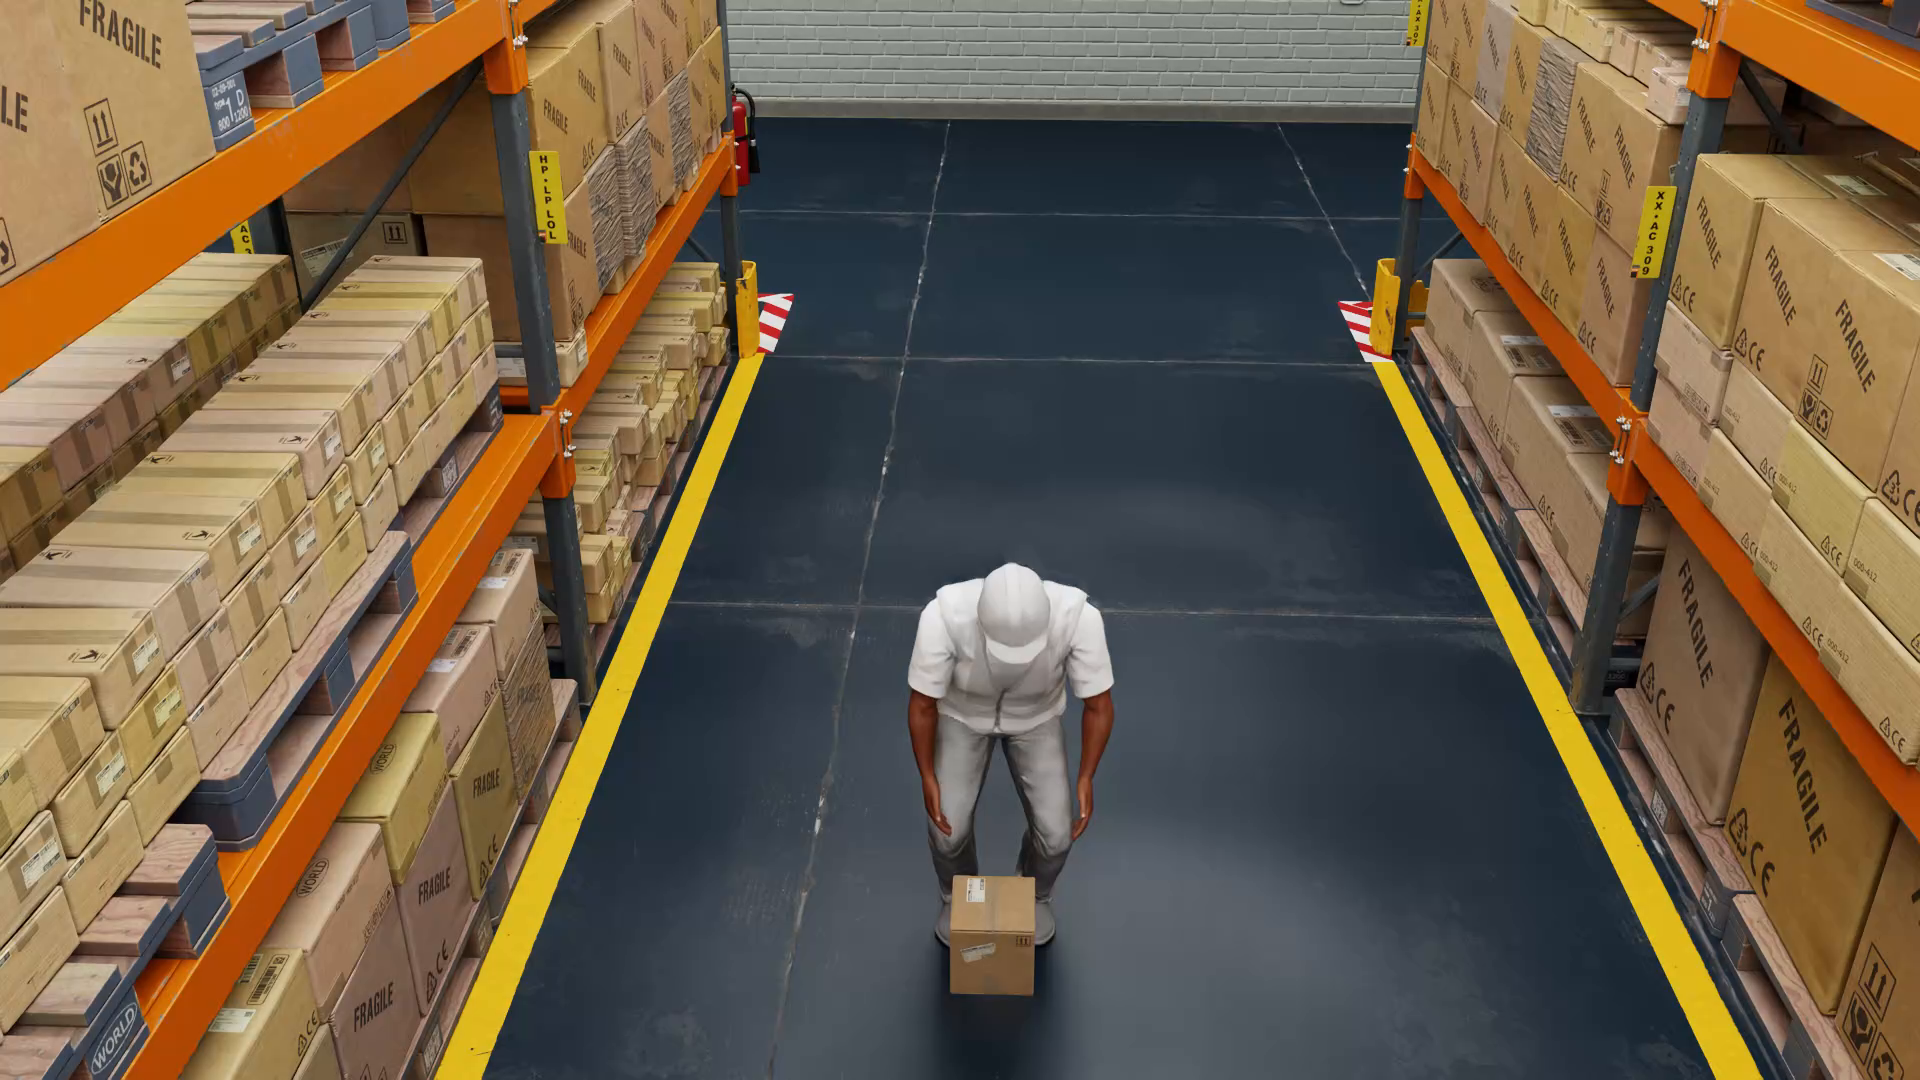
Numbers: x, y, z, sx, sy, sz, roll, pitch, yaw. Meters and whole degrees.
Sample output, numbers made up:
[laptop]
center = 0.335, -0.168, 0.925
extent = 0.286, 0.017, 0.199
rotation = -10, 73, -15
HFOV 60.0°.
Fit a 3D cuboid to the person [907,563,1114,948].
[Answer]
[person]
center = 0.157, 0.629, 5.199
extent = 0.629, 1.490, 0.708
rotation = 1, 28, 2
